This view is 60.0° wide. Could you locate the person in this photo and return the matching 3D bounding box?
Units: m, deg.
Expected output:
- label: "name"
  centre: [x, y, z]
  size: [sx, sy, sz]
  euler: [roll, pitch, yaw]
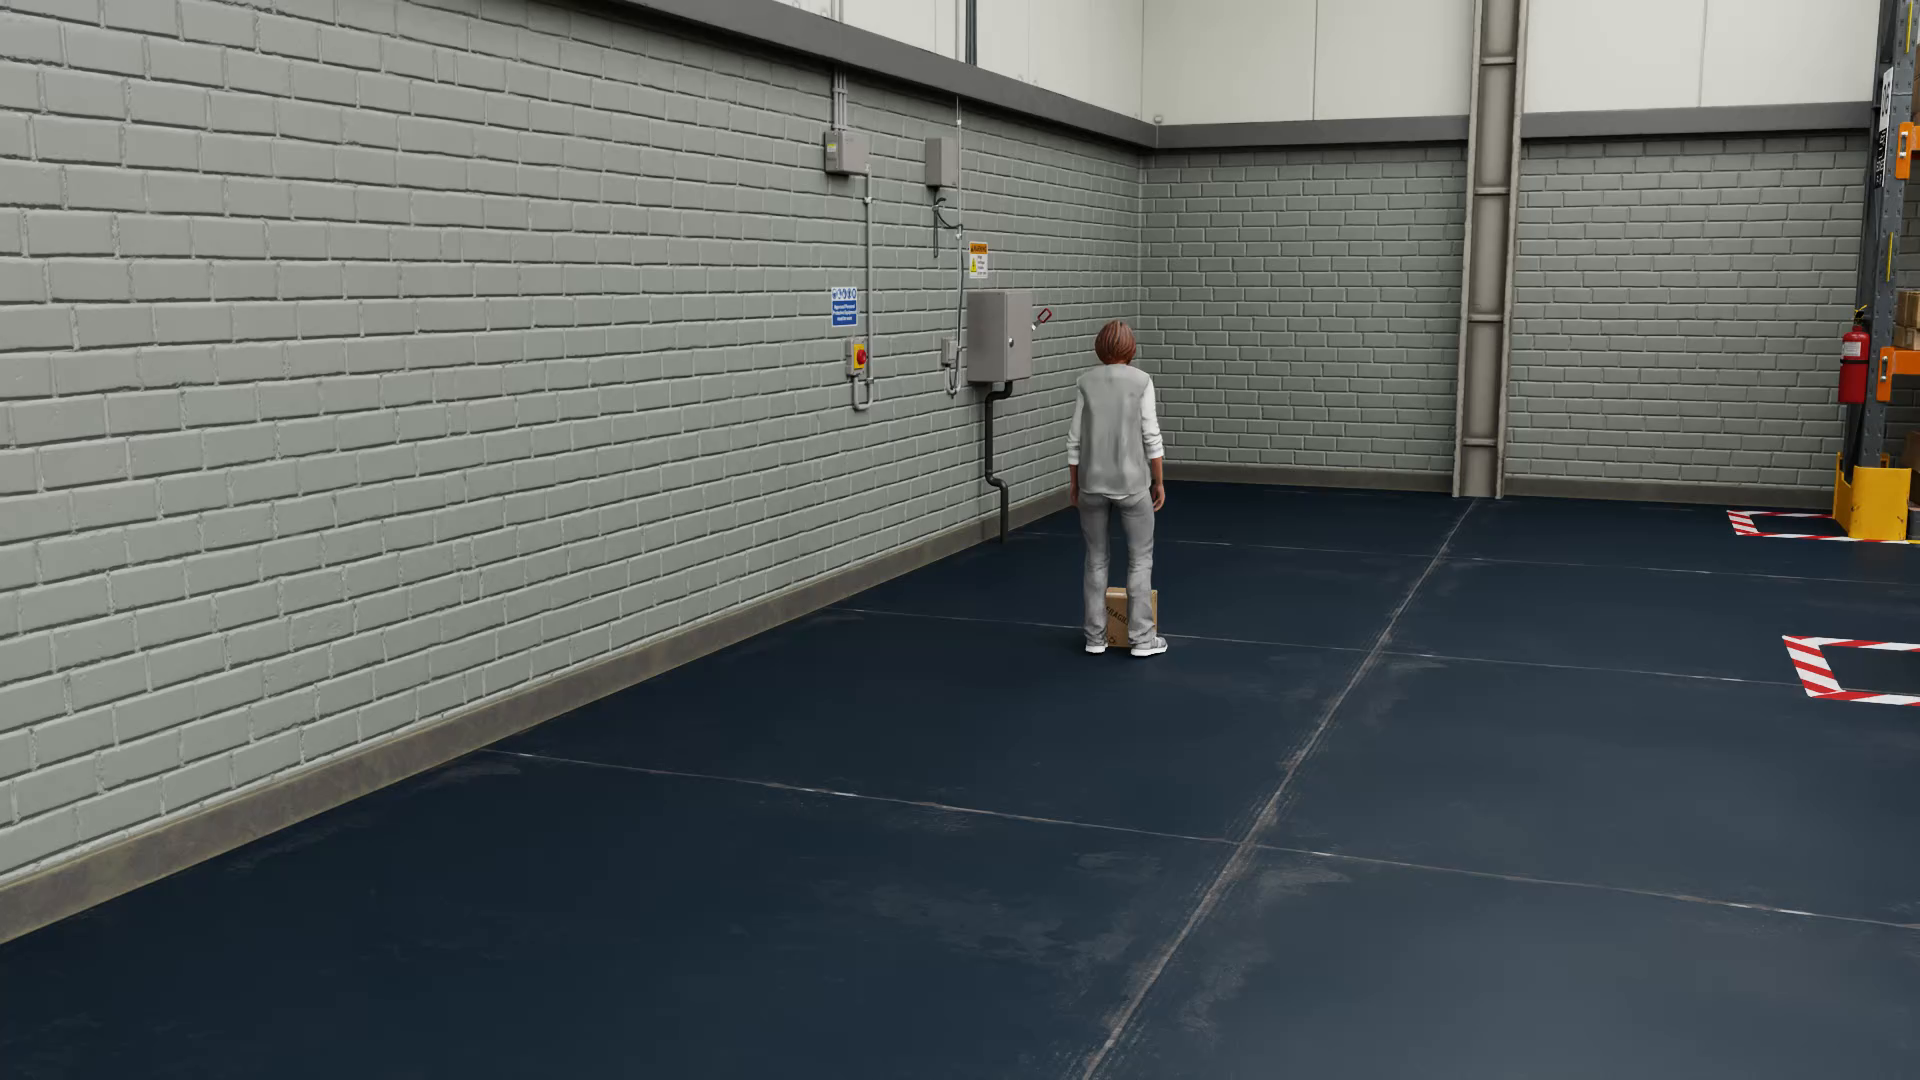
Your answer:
- label: "person"
  centre: [0.745, -0.243, 7.937]
  size: [0.482, 1.593, 0.342]
  euler: [3, 9, 19]
